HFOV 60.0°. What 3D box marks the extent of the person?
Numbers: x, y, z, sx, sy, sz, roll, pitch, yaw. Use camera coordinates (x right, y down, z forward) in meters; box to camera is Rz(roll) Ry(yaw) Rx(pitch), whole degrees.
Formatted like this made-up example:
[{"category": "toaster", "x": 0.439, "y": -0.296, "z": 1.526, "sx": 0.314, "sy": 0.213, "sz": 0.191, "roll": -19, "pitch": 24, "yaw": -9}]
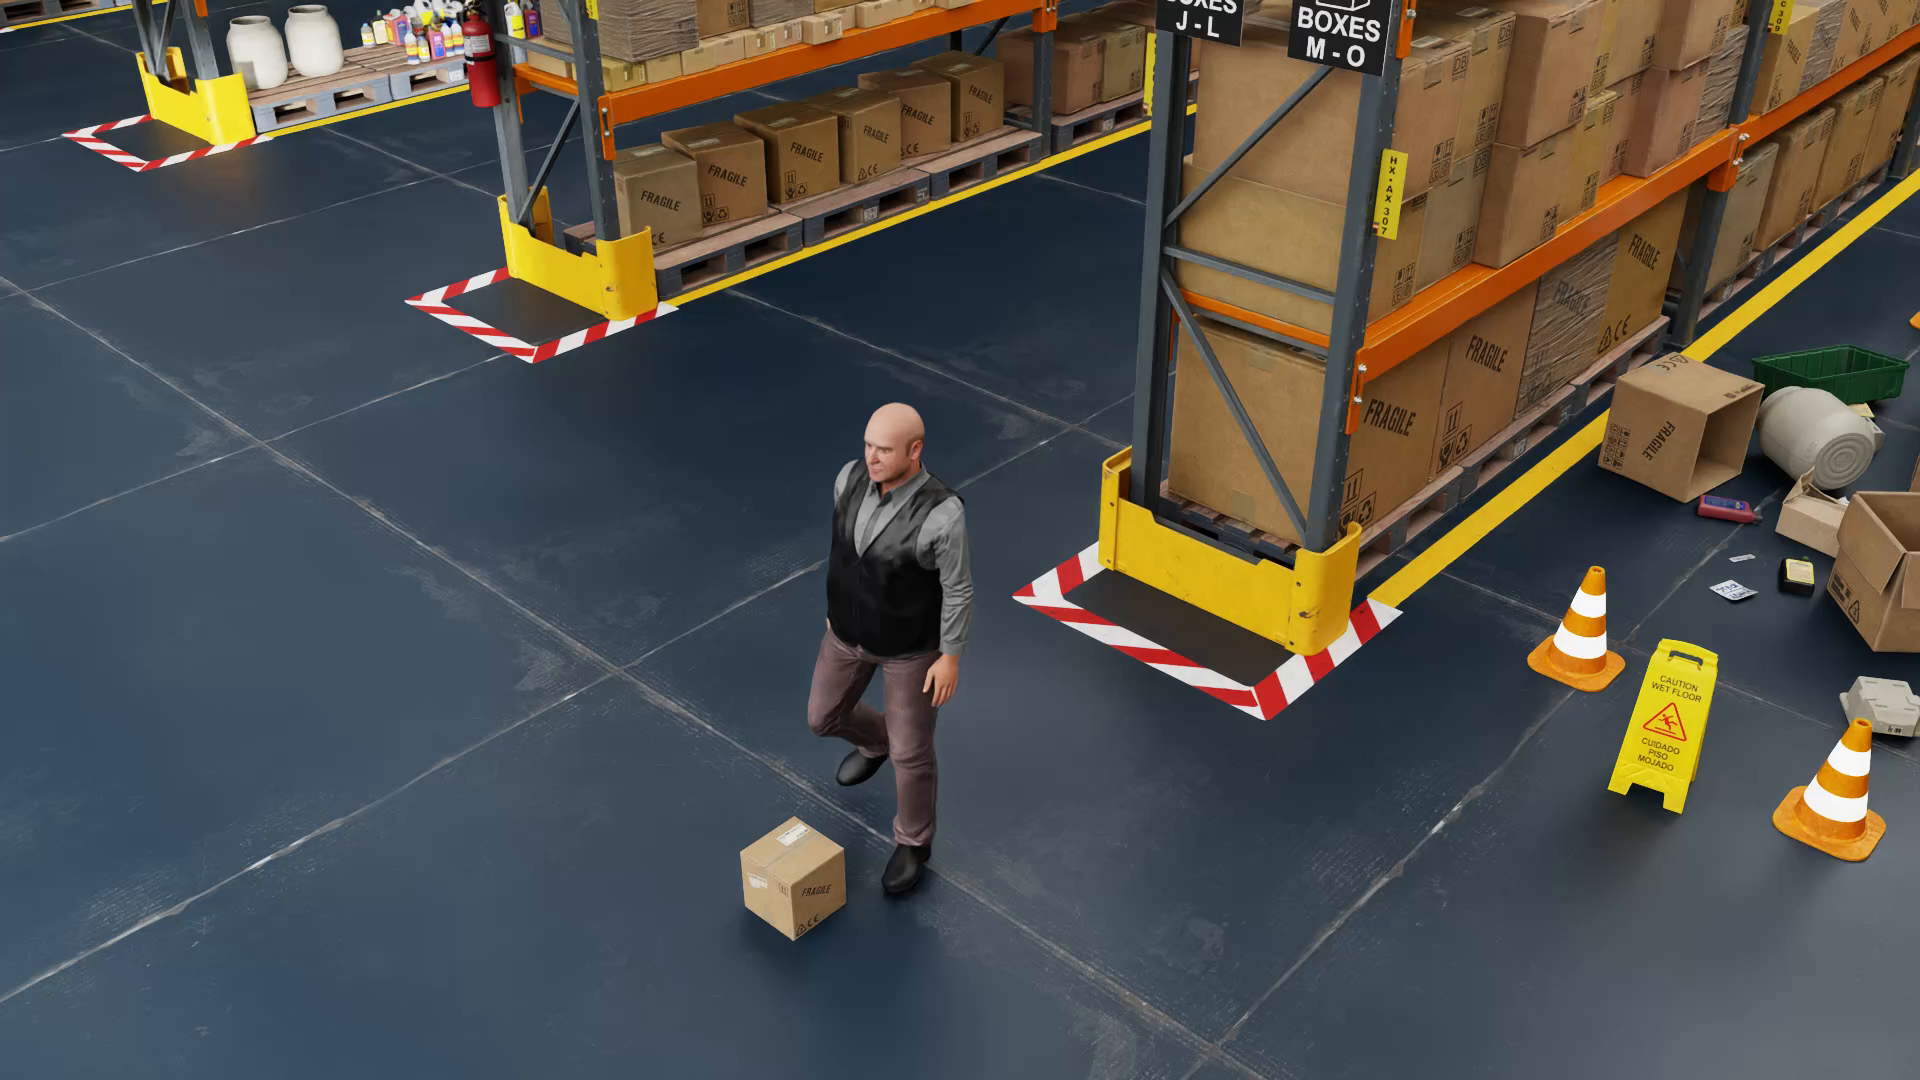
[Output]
[{"category": "person", "x": -0.246, "y": 0.317, "z": 5.598, "sx": 0.634, "sy": 1.723, "sz": 0.581, "roll": 20, "pitch": 36, "yaw": 29}]
